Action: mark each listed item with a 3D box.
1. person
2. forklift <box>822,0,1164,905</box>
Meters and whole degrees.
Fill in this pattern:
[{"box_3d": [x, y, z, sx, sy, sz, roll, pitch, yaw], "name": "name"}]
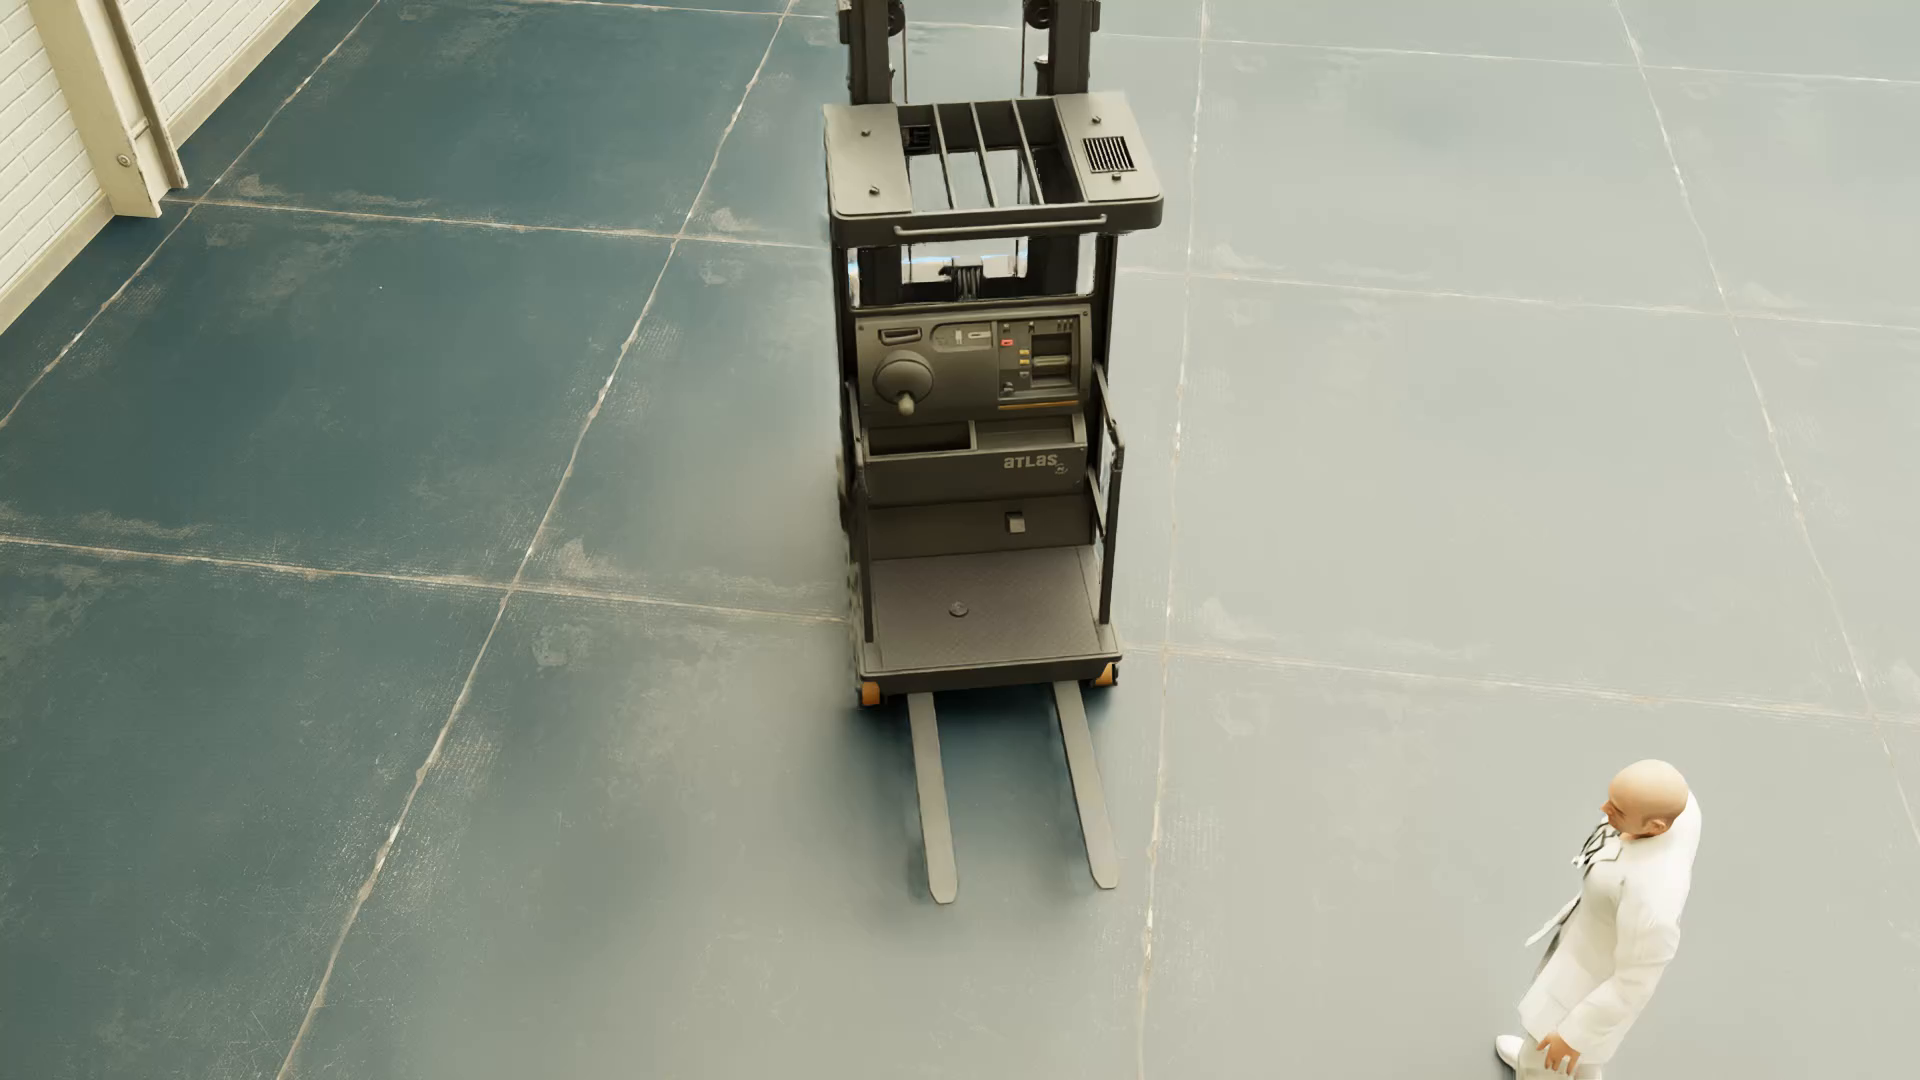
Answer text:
[{"box_3d": [1.983, 1.298, 5.186, 0.431, 1.751, 0.852, 16, 45, 16], "name": "person"}, {"box_3d": [0.082, -0.621, 6.400, 1.130, 2.935, 3.031, -4, 43, -5], "name": "forklift"}]
